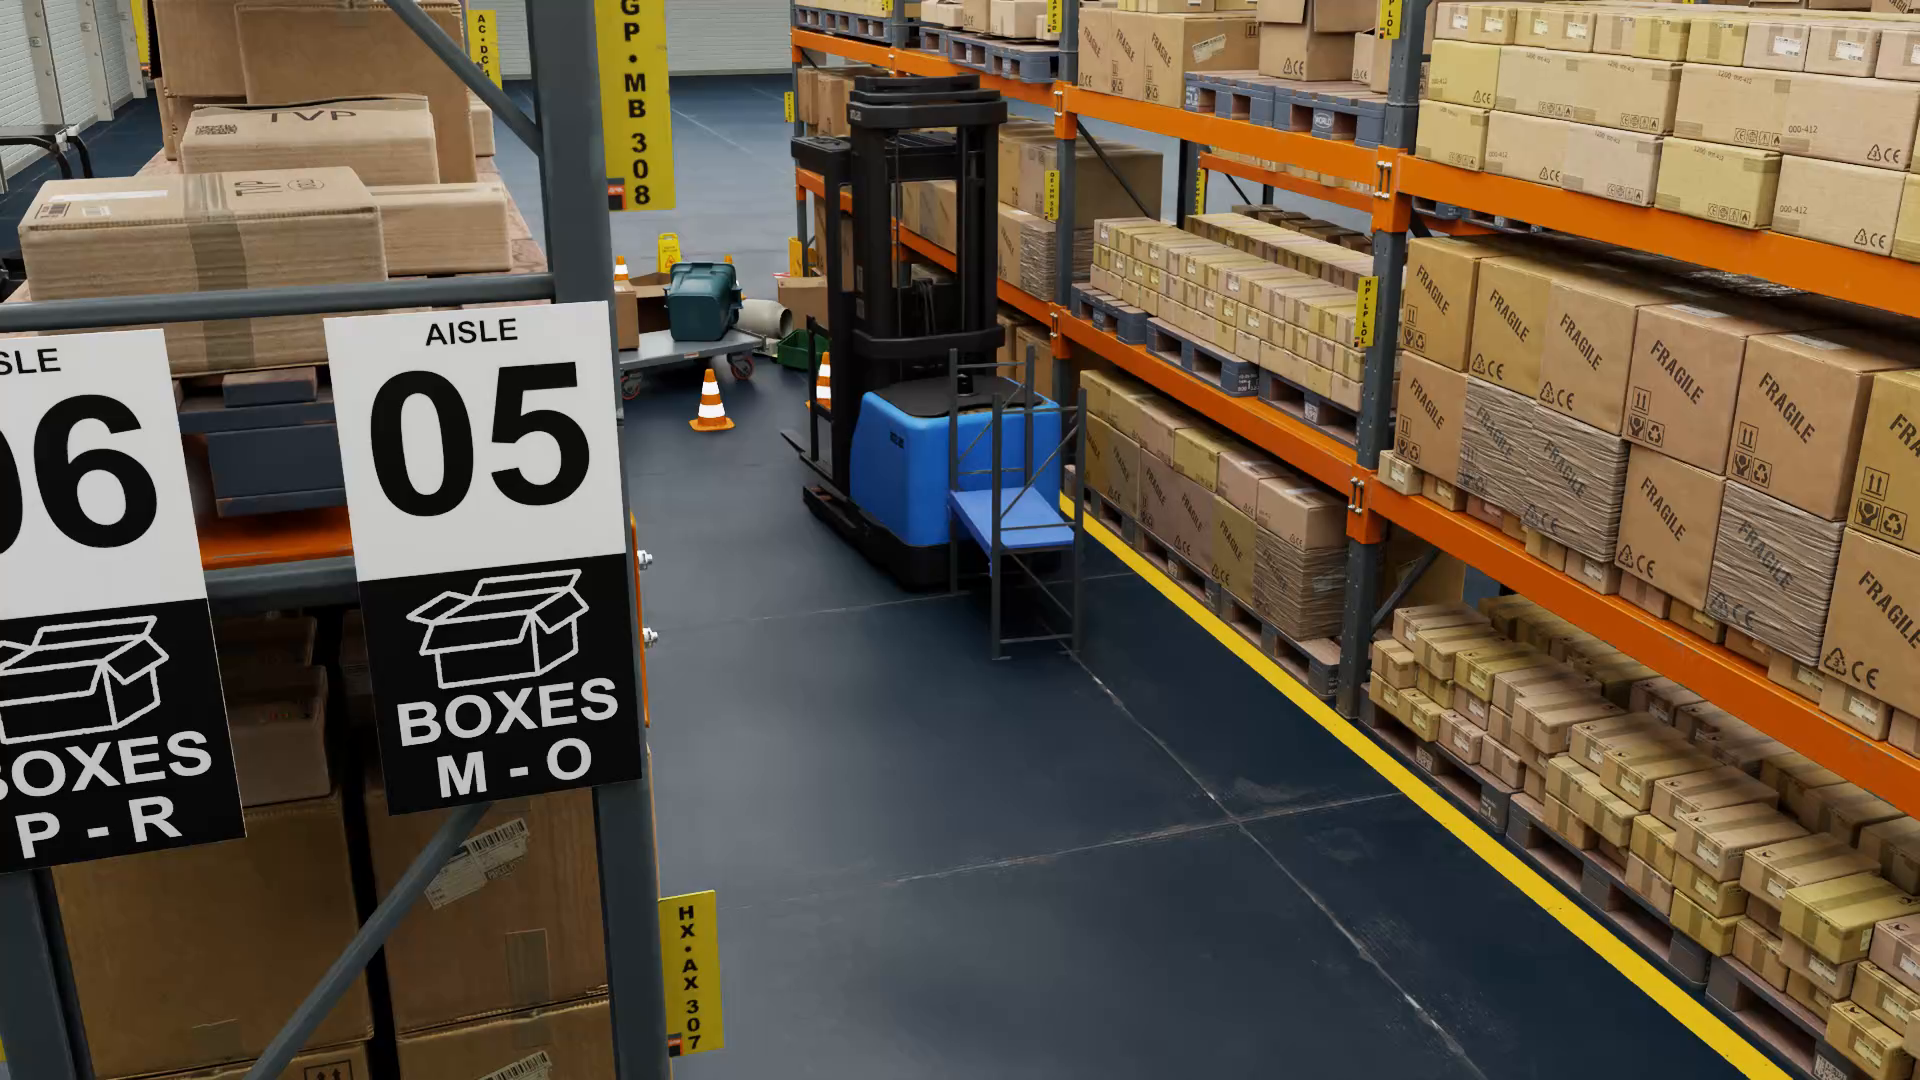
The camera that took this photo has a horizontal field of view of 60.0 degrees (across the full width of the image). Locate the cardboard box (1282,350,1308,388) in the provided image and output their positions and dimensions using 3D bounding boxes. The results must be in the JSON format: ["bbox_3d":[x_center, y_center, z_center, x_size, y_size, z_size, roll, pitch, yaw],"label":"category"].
[{"bbox_3d":[1.935,-0.920,8.792,0.380,0.149,0.250,-6,21,-17],"label":"cardboard box"}]

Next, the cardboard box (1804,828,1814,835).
[{"bbox_3d":[3.398,1.189,6.324,0.380,0.149,0.250,-7,21,-20],"label":"cardboard box"}]

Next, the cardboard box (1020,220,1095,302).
[{"bbox_3d":[0.753,-2.018,11.949,0.500,0.500,0.500,-6,21,-17],"label":"cardboard box"}]

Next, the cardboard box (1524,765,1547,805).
[{"bbox_3d":[2.672,1.042,7.173,0.380,0.149,0.250,-7,21,-20],"label":"cardboard box"}]

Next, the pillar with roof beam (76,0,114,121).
[{"bbox_3d":[-14.837,-13.998,36.577,9.100,9.000,0.400,-6,21,-17],"label":"pillar with roof beam"}]

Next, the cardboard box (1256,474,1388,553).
[{"bbox_3d":[1.932,-0.157,8.885,0.500,0.250,0.500,-7,21,-19],"label":"cardboard box"}]

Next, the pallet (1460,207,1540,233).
[{"bbox_3d":[5.229,-2.890,14.809,1.003,0.211,1.213,-6,21,-17],"label":"pallet"}]

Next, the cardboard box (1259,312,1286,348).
[{"bbox_3d":[1.845,-1.149,8.988,0.380,0.149,0.250,-7,21,-19],"label":"cardboard box"}]

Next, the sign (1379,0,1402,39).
[{"bbox_3d":[1.881,-2.351,7.241,0.100,0.325,0.005,-6,21,-17],"label":"sign"}]

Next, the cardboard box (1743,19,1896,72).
[{"bbox_3d":[2.818,-1.623,5.453,0.380,0.149,0.250,-7,21,-19],"label":"cardboard box"}]

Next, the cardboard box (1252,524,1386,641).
[{"bbox_3d":[1.935,0.197,9.007,0.500,0.500,0.500,-7,21,-18],"label":"cardboard box"}]

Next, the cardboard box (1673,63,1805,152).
[{"bbox_3d":[2.809,-1.476,5.635,0.500,0.250,0.500,-7,21,-20],"label":"cardboard box"}]

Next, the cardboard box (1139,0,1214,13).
[{"bbox_3d":[1.294,-3.272,9.870,0.396,0.266,0.258,-6,21,-17],"label":"cardboard box"}]

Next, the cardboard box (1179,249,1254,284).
[{"bbox_3d":[1.525,-1.624,9.870,0.380,0.149,0.250,-6,21,-16],"label":"cardboard box"}]

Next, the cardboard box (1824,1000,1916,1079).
[{"bbox_3d":[3.123,1.638,5.515,0.380,0.149,0.250,-6,21,-16],"label":"cardboard box"}]

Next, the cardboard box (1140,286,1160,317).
[{"bbox_3d":[1.354,-1.510,10.434,0.380,0.149,0.250,-5,20,-15],"label":"cardboard box"}]

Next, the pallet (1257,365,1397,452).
[{"bbox_3d":[2.304,-0.742,8.827,1.003,0.211,1.213,-6,21,-17],"label":"pallet"}]

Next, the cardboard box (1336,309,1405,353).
[{"bbox_3d":[2.095,-1.039,8.241,0.380,0.149,0.250,-5,20,-15],"label":"cardboard box"}]

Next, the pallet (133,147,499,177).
[{"bbox_3d":[-2.014,-1.119,5.288,1.003,0.211,1.213,-6,21,-17],"label":"pallet"}]

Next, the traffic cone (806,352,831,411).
[{"bbox_3d":[-1.120,-1.354,14.001,0.336,0.463,0.334,-6,21,-17],"label":"traffic cone"}]

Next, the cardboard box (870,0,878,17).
[{"bbox_3d":[-0.605,-4.840,15.120,0.380,0.149,0.250,-6,21,-16],"label":"cardboard box"}]

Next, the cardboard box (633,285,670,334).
[{"bbox_3d":[-2.775,-2.159,15.981,0.797,0.637,0.503,-6,21,-17],"label":"cardboard box"}]

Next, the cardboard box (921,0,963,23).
[{"bbox_3d":[-0.155,-4.511,14.031,0.258,0.266,0.396,-7,21,-18],"label":"cardboard box"}]

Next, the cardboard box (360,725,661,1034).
[{"bbox_3d":[-0.884,0.569,3.268,0.500,0.500,0.500,-7,21,-18],"label":"cardboard box"}]

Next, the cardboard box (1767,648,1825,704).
[{"bbox_3d":[3.000,0.426,5.664,0.380,0.149,0.250,-7,21,-20],"label":"cardboard box"}]

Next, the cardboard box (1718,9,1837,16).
[{"bbox_3d":[3.100,-1.930,6.308,0.380,0.149,0.250,-7,21,-19],"label":"cardboard box"}]

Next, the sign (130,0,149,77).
[{"bbox_3d":[-2.773,-1.755,5.698,0.100,0.325,0.005,-6,21,-17],"label":"sign"}]

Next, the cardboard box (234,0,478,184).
[{"bbox_3d":[-1.495,-1.095,4.175,0.500,0.500,0.500,-6,21,-16],"label":"cardboard box"}]

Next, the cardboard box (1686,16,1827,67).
[{"bbox_3d":[2.730,-1.707,5.686,0.380,0.149,0.250,-7,21,-19],"label":"cardboard box"}]

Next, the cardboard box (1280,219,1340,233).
[{"bbox_3d":[3.955,-3.344,18.867,0.500,0.500,0.500,-4,20,-12],"label":"cardboard box"}]

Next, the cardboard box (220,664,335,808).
[{"bbox_3d":[-1.307,0.354,2.907,0.380,0.149,0.250,-6,21,-16],"label":"cardboard box"}]

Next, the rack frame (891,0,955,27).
[{"bbox_3d":[-0.108,-5.962,14.203,1.000,3.000,0.127,-6,21,-17],"label":"rack frame"}]

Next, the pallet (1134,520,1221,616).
[{"bbox_3d":[1.773,0.099,10.328,1.003,0.211,1.213,-6,21,-17],"label":"pallet"}]

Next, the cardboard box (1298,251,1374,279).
[{"bbox_3d":[2.224,-1.607,9.823,0.380,0.149,0.250,-6,21,-16],"label":"cardboard box"}]

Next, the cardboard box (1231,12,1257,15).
[{"bbox_3d":[1.893,-2.837,9.793,0.500,0.500,0.500,-6,21,-17],"label":"cardboard box"}]

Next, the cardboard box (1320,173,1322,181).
[{"bbox_3d":[4.057,-3.883,17.661,0.380,0.149,0.250,-6,21,-17],"label":"cardboard box"}]

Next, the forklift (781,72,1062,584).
[{"bbox_3d":[-0.430,-1.574,10.962,1.130,2.935,3.031,-9,21,-23],"label":"forklift"}]

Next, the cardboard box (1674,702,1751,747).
[{"bbox_3d":[3.245,0.790,6.995,0.380,0.149,0.250,-7,21,-19],"label":"cardboard box"}]

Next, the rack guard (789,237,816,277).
[{"bbox_3d":[-1.373,-3.253,19.234,1.175,0.500,0.348,-6,21,-17],"label":"rack guard"}]

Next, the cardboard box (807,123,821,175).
[{"bbox_3d":[-1.206,-4.378,18.447,0.875,0.550,0.550,-6,21,-17],"label":"cardboard box"}]

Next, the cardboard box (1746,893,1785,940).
[{"bbox_3d":[3.075,1.314,5.977,0.380,0.149,0.250,-7,21,-18],"label":"cardboard box"}]

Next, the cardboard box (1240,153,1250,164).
[{"bbox_3d":[3.461,-4.439,19.211,0.380,0.149,0.250,-6,21,-17],"label":"cardboard box"}]

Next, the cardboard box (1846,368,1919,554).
[{"bbox_3d":[3.124,-0.228,5.047,0.500,0.500,0.500,-7,21,-19],"label":"cardboard box"}]

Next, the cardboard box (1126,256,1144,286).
[{"bbox_3d":[1.285,-1.726,10.594,0.380,0.149,0.250,-7,21,-19],"label":"cardboard box"}]

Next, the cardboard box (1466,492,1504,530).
[{"bbox_3d":[2.470,-0.172,7.330,0.380,0.149,0.250,-7,21,-20],"label":"cardboard box"}]

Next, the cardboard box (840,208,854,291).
[{"bbox_3d":[-0.811,-3.127,17.707,0.875,0.875,0.875,-7,21,-18],"label":"cardboard box"}]

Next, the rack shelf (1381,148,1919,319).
[{"bbox_3d":[3.035,-1.002,5.897,1.077,0.370,4.000,-6,21,-17],"label":"rack shelf"}]

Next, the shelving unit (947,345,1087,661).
[{"bbox_3d":[0.300,-0.235,9.351,0.538,1.500,1.048,-5,20,-12],"label":"shelving unit"}]

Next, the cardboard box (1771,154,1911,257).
[{"bbox_3d":[2.959,-1.070,5.243,0.500,0.250,0.500,-5,20,-15],"label":"cardboard box"}]

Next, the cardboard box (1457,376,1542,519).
[{"bbox_3d":[2.485,-0.414,7.045,0.500,0.500,0.500,-6,21,-17],"label":"cardboard box"}]

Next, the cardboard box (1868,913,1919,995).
[{"bbox_3d":[3.232,1.347,5.445,0.380,0.149,0.250,-6,21,-16],"label":"cardboard box"}]

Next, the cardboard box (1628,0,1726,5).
[{"bbox_3d":[5.502,-4.170,12.764,0.500,0.500,0.500,-6,21,-16],"label":"cardboard box"}]

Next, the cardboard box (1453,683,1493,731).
[{"bbox_3d":[2.492,0.729,7.605,0.380,0.149,0.250,-7,21,-18],"label":"cardboard box"}]

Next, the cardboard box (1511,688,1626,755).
[{"bbox_3d":[2.581,0.768,7.058,0.380,0.149,0.250,-6,21,-16],"label":"cardboard box"}]

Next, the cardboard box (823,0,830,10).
[{"bbox_3d":[-1.165,-5.411,16.709,0.380,0.149,0.250,-7,21,-18],"label":"cardboard box"}]

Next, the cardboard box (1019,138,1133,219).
[{"bbox_3d":[0.857,-2.680,12.312,0.700,0.500,0.500,-7,21,-18],"label":"cardboard box"}]

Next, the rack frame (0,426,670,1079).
[{"bbox_3d":[-1.004,1.271,2.941,1.000,3.000,0.127,-6,21,-17],"label":"rack frame"}]
